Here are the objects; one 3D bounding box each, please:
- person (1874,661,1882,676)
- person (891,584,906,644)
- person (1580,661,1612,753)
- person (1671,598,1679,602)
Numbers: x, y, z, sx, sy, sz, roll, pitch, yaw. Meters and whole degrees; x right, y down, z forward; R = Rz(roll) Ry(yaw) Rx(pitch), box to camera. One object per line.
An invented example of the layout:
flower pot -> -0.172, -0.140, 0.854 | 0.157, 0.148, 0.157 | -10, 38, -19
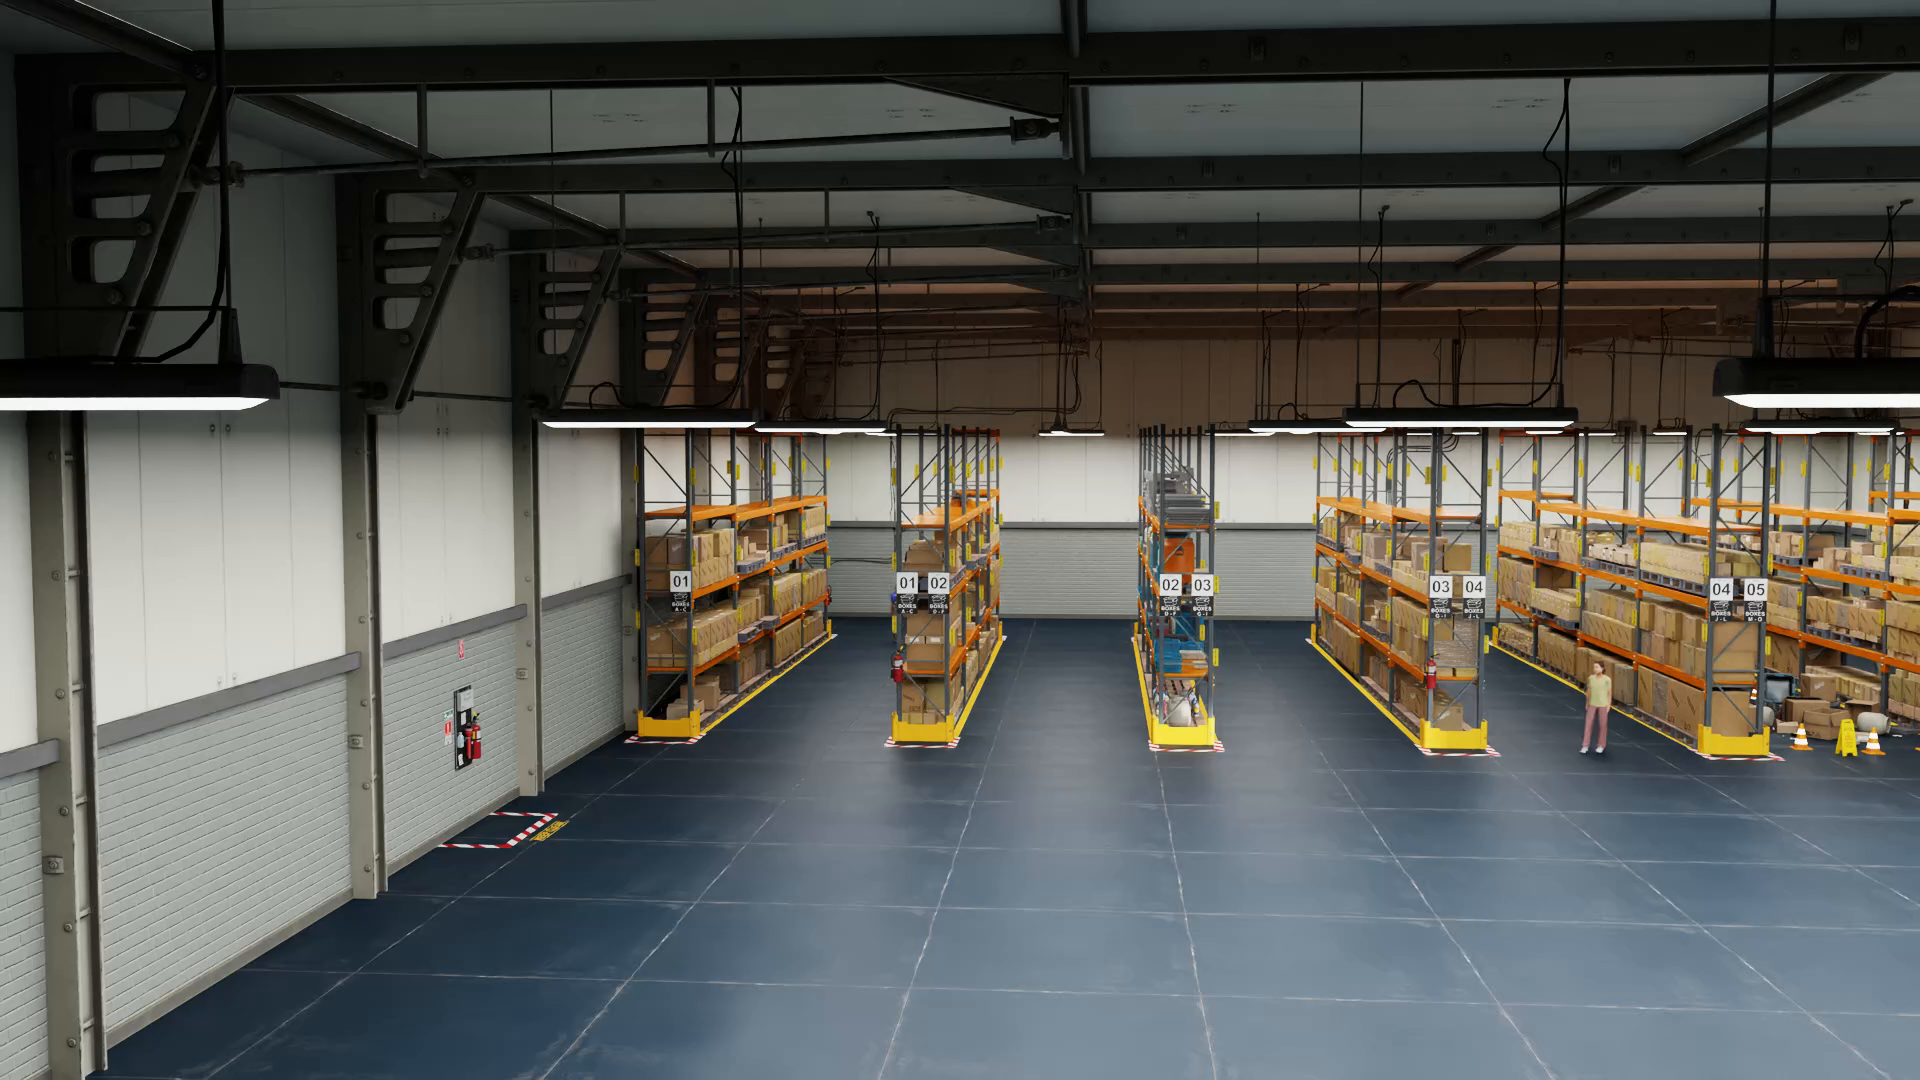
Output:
person -> 21.394, 2.576, 38.728 | 0.372, 1.603, 0.478 | 3, 5, 40
person -> -1.698, 2.058, 46.820 | 0.517, 1.677, 0.495 | 2, 4, 33
person -> 11.592, 3.043, 30.297 | 0.459, 1.681, 0.555 | 2, 4, 35
person -> 18.509, 2.212, 43.145 | 0.477, 1.780, 0.609 | 2, 4, 27
